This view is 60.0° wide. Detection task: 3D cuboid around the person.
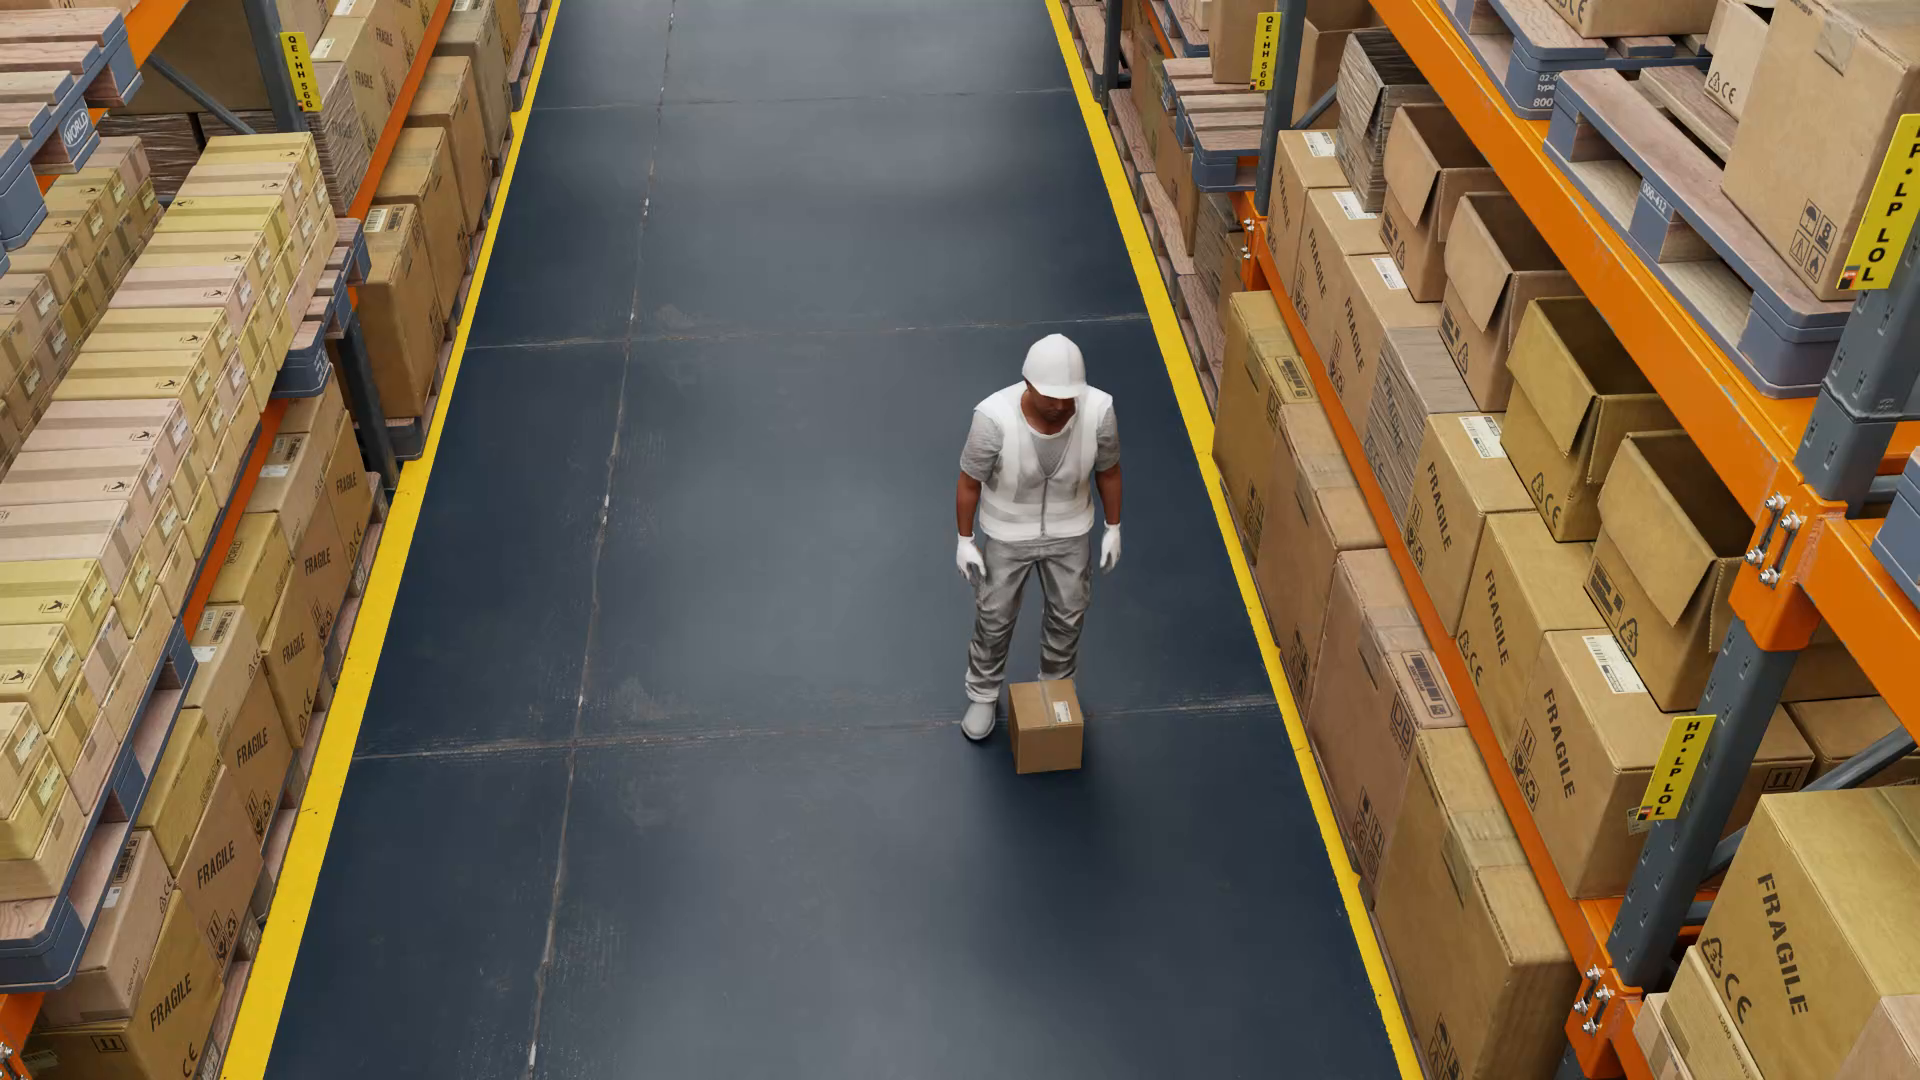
[{"bbox_3d":[0.292,-0.013,6.160,0.631,1.776,0.443,-5,39,-6],"label":"person"}]
